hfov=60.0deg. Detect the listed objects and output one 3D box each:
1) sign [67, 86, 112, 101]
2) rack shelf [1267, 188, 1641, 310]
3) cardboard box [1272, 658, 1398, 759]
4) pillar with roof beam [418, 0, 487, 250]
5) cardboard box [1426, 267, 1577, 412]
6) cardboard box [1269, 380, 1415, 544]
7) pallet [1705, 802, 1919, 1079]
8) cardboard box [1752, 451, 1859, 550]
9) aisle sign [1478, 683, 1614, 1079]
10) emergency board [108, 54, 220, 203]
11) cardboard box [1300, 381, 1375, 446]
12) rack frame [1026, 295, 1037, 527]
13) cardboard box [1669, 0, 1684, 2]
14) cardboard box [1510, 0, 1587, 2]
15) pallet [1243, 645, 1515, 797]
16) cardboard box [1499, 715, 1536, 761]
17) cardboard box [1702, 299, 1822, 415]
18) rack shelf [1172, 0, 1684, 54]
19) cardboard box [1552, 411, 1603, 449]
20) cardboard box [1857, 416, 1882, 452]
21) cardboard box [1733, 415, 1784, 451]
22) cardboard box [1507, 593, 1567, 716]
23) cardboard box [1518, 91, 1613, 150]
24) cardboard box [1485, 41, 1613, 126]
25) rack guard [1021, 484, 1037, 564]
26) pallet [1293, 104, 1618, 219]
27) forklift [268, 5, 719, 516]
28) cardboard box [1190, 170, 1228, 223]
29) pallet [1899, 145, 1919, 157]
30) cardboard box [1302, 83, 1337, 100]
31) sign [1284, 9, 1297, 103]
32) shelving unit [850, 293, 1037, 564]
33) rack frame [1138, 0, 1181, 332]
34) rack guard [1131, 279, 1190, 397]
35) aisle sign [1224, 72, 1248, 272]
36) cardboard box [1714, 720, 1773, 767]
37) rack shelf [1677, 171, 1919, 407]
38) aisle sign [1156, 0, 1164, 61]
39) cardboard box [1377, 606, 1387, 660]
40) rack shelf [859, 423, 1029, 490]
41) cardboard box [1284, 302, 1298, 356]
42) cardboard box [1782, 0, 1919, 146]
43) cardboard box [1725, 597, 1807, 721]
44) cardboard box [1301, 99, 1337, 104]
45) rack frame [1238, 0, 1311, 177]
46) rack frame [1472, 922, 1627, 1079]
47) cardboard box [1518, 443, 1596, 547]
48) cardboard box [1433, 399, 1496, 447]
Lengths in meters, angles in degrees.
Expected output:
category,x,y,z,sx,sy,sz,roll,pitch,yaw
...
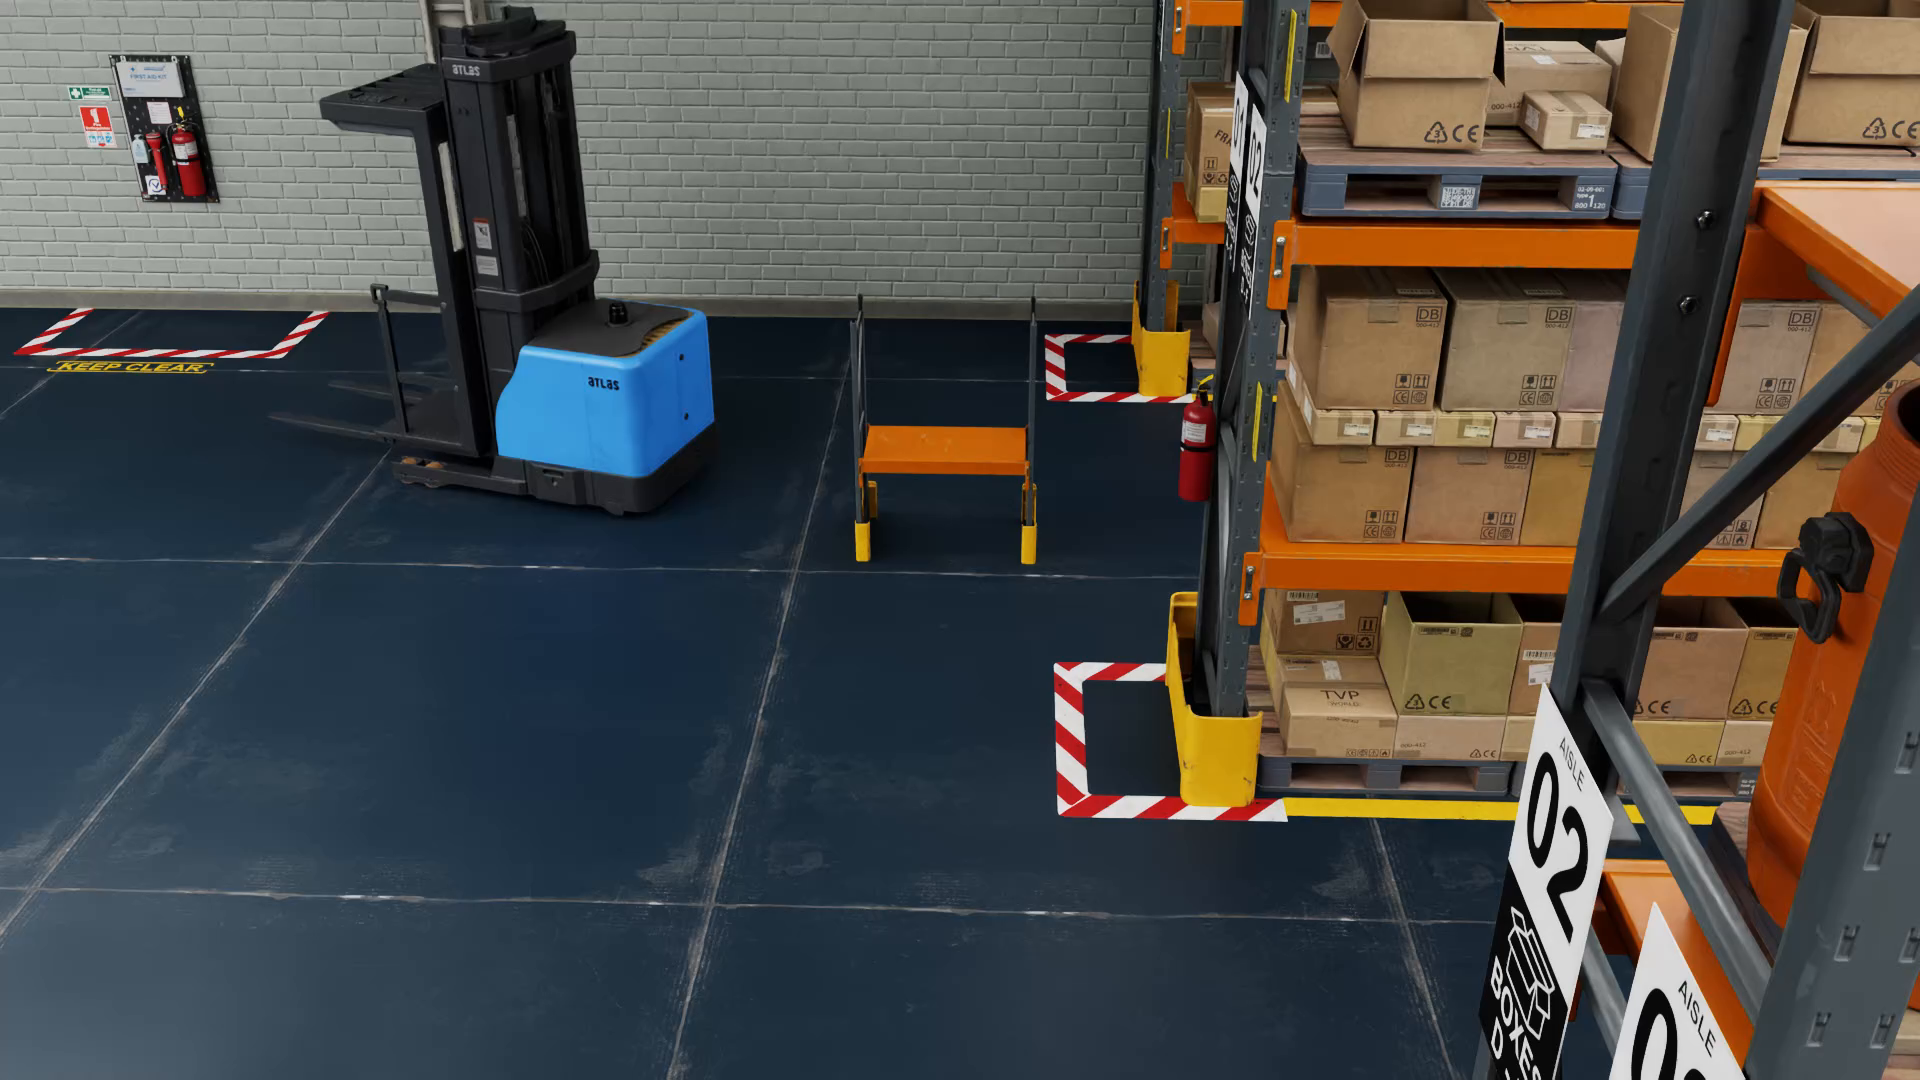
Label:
category,x,y,z,sx,sy,sz,roll,pitch,yaw
sign,-6.838,-3.509,13.063,0.331,0.109,0.001,1,28,2
rack shelf,3.268,-1.311,7.085,4.000,0.370,1.077,1,28,2
cardboard box,1.798,0.806,8.014,0.500,0.250,0.500,1,28,2
pillar with roof beam,-3.977,-3.783,7.778,0.400,9.000,9.100,1,28,2
cardboard box,2.314,-0.933,7.315,0.500,0.500,0.700,0,28,0
cardboard box,1.736,-0.367,7.632,0.500,0.500,0.700,1,28,2
pallet,1.914,0.800,2.538,1.213,0.211,1.003,1,28,2
cardboard box,3.795,-0.334,7.572,0.500,0.500,0.700,1,28,3
aisle sign,1.030,0.693,2.964,0.004,0.787,0.394,1,28,2
emergency board,-6.294,-3.206,13.096,0.643,1.169,0.194,1,28,2
cardboard box,1.654,-0.560,7.304,0.250,0.149,0.380,1,28,1
rack frame,0.423,-0.656,9.886,0.032,1.500,0.500,1,28,2
cardboard box,4.922,-3.860,10.998,0.500,0.500,0.500,2,28,3
cardboard box,3.865,-3.866,11.009,0.500,0.500,0.500,0,28,0
pallet,2.035,0.889,8.348,1.213,0.211,1.003,1,28,2
cardboard box,2.797,0.821,7.986,0.500,0.250,0.500,1,28,2
cardboard box,3.319,-0.917,7.285,0.500,0.500,0.700,1,28,2
rack shelf,3.440,-3.629,11.459,4.000,0.370,1.077,1,28,2
cardboard box,2.686,-0.543,7.273,0.250,0.149,0.380,0,28,0
cardboard box,3.971,-0.523,7.234,0.250,0.149,0.380,1,28,2
cardboard box,3.453,-0.530,7.247,0.250,0.149,0.380,2,28,3
cardboard box,2.798,0.484,7.820,0.500,0.500,0.500,1,28,2
cardboard box,2.439,-1.696,6.714,0.250,0.149,0.380,1,28,2
cardboard box,2.430,-1.947,7.080,0.500,0.250,0.500,1,28,2
rack guard,0.422,-0.103,10.178,0.087,0.250,0.587,1,28,2
pallet,1.975,-1.599,6.955,1.213,0.211,1.003,1,28,2
forklift,-3.197,-1.856,10.622,3.031,2.935,1.130,9,29,17
cardboard box,1.917,-2.441,11.791,0.500,0.250,0.500,0,28,0
pallet,4.414,-1.558,6.879,1.213,0.211,1.003,1,28,2
cardboard box,2.422,-3.008,12.059,0.500,0.500,0.500,1,28,2
sign,1.244,-1.823,6.266,0.005,0.325,0.100,1,28,2
shelving unit,-0.076,-0.664,9.901,1.083,1.500,0.587,1,28,2
rack frame,1.441,-2.655,12.056,0.127,3.000,1.000,1,28,2
rack guard,1.517,-1.549,12.639,0.348,0.500,1.175,1,28,2
aisle sign,1.214,-1.623,7.334,0.004,0.787,0.394,1,28,2
cardboard box,3.797,0.840,7.951,0.500,0.250,0.500,1,28,2
rack shelf,3.090,-0.141,2.103,4.000,0.370,1.077,1,28,2
aisle sign,1.358,-3.664,11.184,0.004,0.787,0.394,1,28,2
cardboard box,2.316,0.566,8.466,0.500,0.250,0.500,1,28,2
rack shelf,-0.085,-0.505,9.986,1.000,0.185,0.538,1,28,2
cardboard box,2.699,-1.598,12.464,0.500,0.311,0.500,3,28,6
cardboard box,3.626,-1.975,6.862,0.637,0.503,0.797,4,28,7
cardboard box,3.797,0.502,7.787,0.500,0.500,0.500,1,28,2
cardboard box,2.401,-2.767,11.606,0.500,0.500,0.500,1,28,2
rack frame,1.270,-2.987,6.277,0.127,3.000,1.000,1,28,2
rack frame,1.091,1.982,3.308,0.127,3.000,1.000,1,28,2
cardboard box,2.757,-0.349,7.600,0.500,0.500,0.700,1,28,2
cardboard box,2.167,-0.552,7.289,0.250,0.149,0.380,1,28,2
